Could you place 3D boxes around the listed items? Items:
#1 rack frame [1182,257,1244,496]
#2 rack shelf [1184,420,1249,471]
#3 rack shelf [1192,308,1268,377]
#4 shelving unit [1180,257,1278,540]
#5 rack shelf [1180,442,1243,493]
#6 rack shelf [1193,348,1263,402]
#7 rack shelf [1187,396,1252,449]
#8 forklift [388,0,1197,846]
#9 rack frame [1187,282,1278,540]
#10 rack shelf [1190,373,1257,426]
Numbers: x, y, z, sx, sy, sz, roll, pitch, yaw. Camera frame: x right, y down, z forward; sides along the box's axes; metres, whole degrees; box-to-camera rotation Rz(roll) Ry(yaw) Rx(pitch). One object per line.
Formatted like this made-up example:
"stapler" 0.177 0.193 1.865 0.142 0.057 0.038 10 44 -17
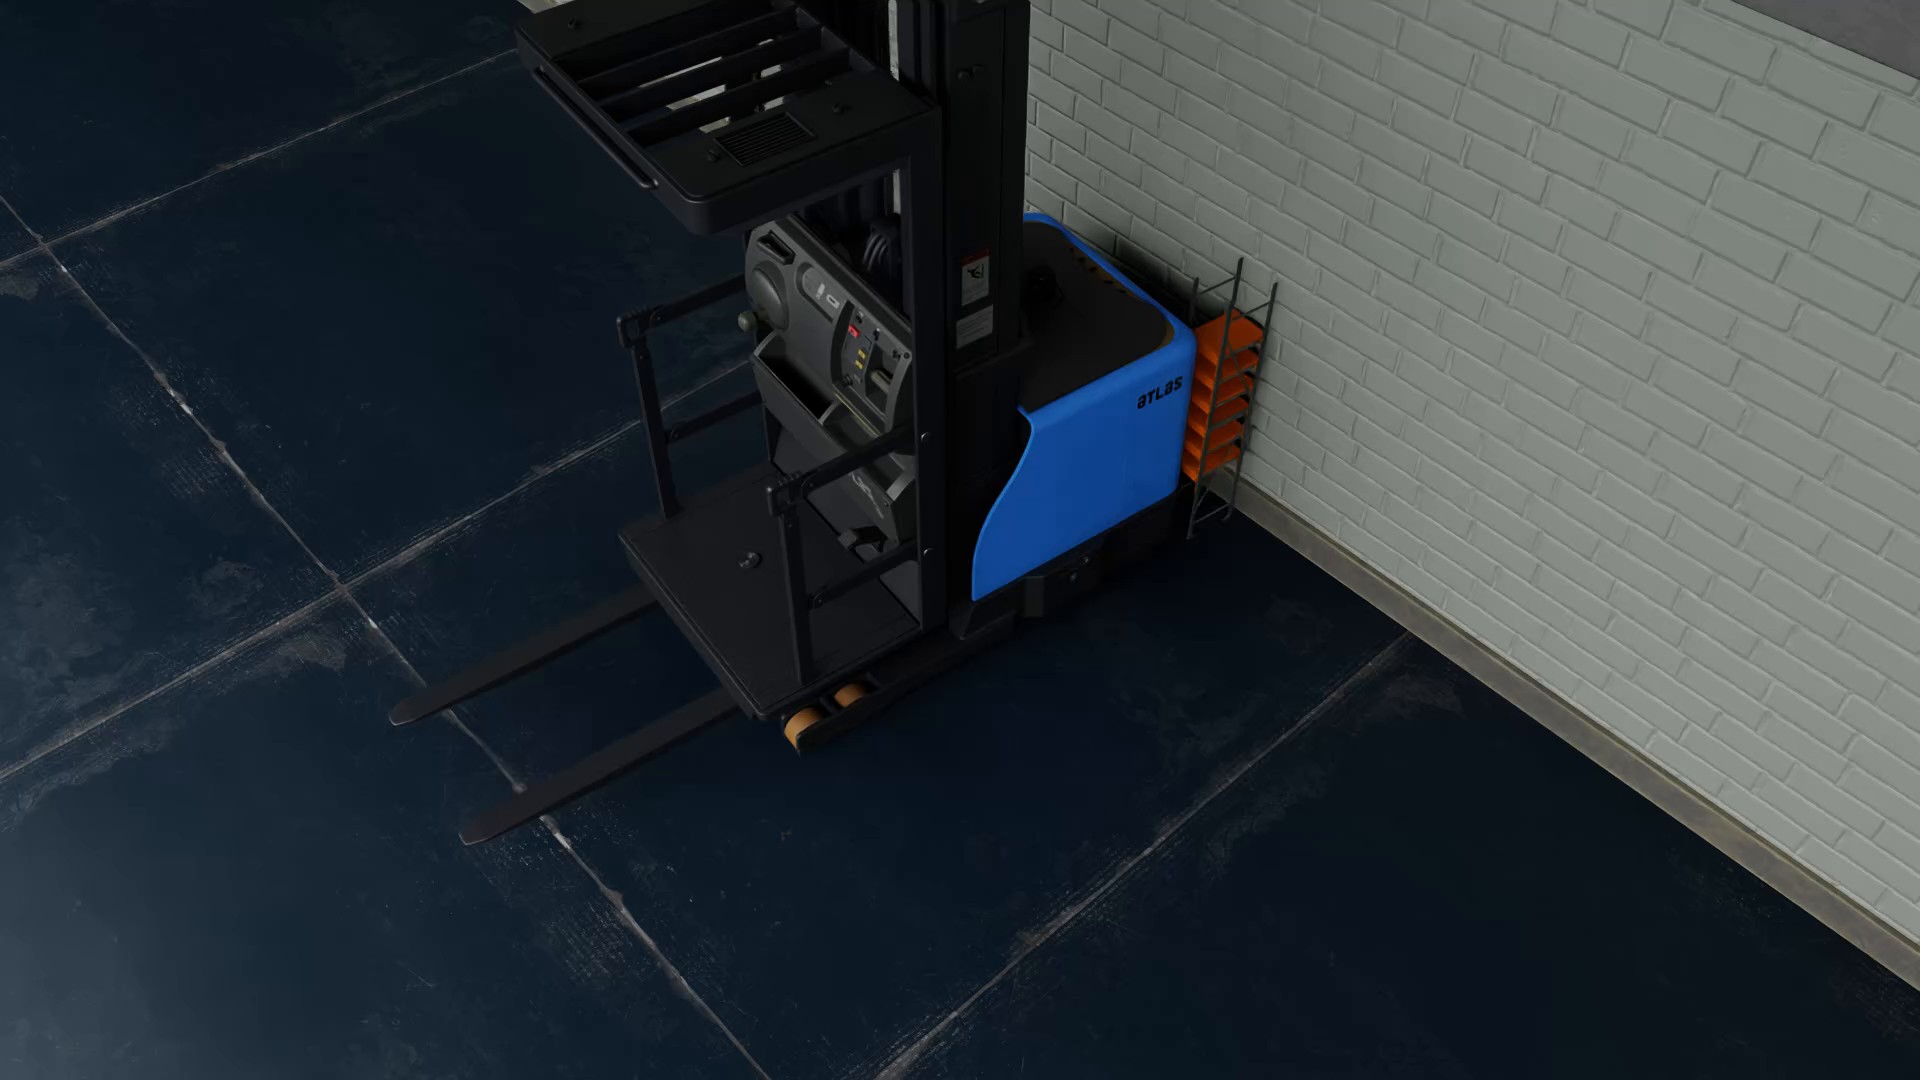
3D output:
"rack frame" 0.933 -0.577 6.511 0.240 1.200 0.006 -27 53 -25
"rack shelf" 0.982 -0.408 6.578 0.258 0.103 0.180 -27 53 -25
"rack shelf" 0.994 -0.742 6.233 0.258 0.103 0.180 -27 53 -25
"shelving unit" 0.986 -0.523 6.460 0.258 1.200 0.189 -27 53 -25
"rack shelf" 0.979 -0.325 6.665 0.258 0.103 0.180 -27 53 -25
"rack shelf" 0.991 -0.658 6.320 0.258 0.103 0.180 -27 53 -25
"rack shelf" 0.985 -0.492 6.492 0.258 0.103 0.180 -27 53 -25
"forklift" -0.614 -0.666 5.424 3.031 2.935 1.130 -28 53 -23
"rack frame" 1.040 -0.468 6.410 0.240 1.200 0.006 -27 53 -25
"rack shelf" 0.988 -0.575 6.406 0.258 0.103 0.180 -27 53 -25
